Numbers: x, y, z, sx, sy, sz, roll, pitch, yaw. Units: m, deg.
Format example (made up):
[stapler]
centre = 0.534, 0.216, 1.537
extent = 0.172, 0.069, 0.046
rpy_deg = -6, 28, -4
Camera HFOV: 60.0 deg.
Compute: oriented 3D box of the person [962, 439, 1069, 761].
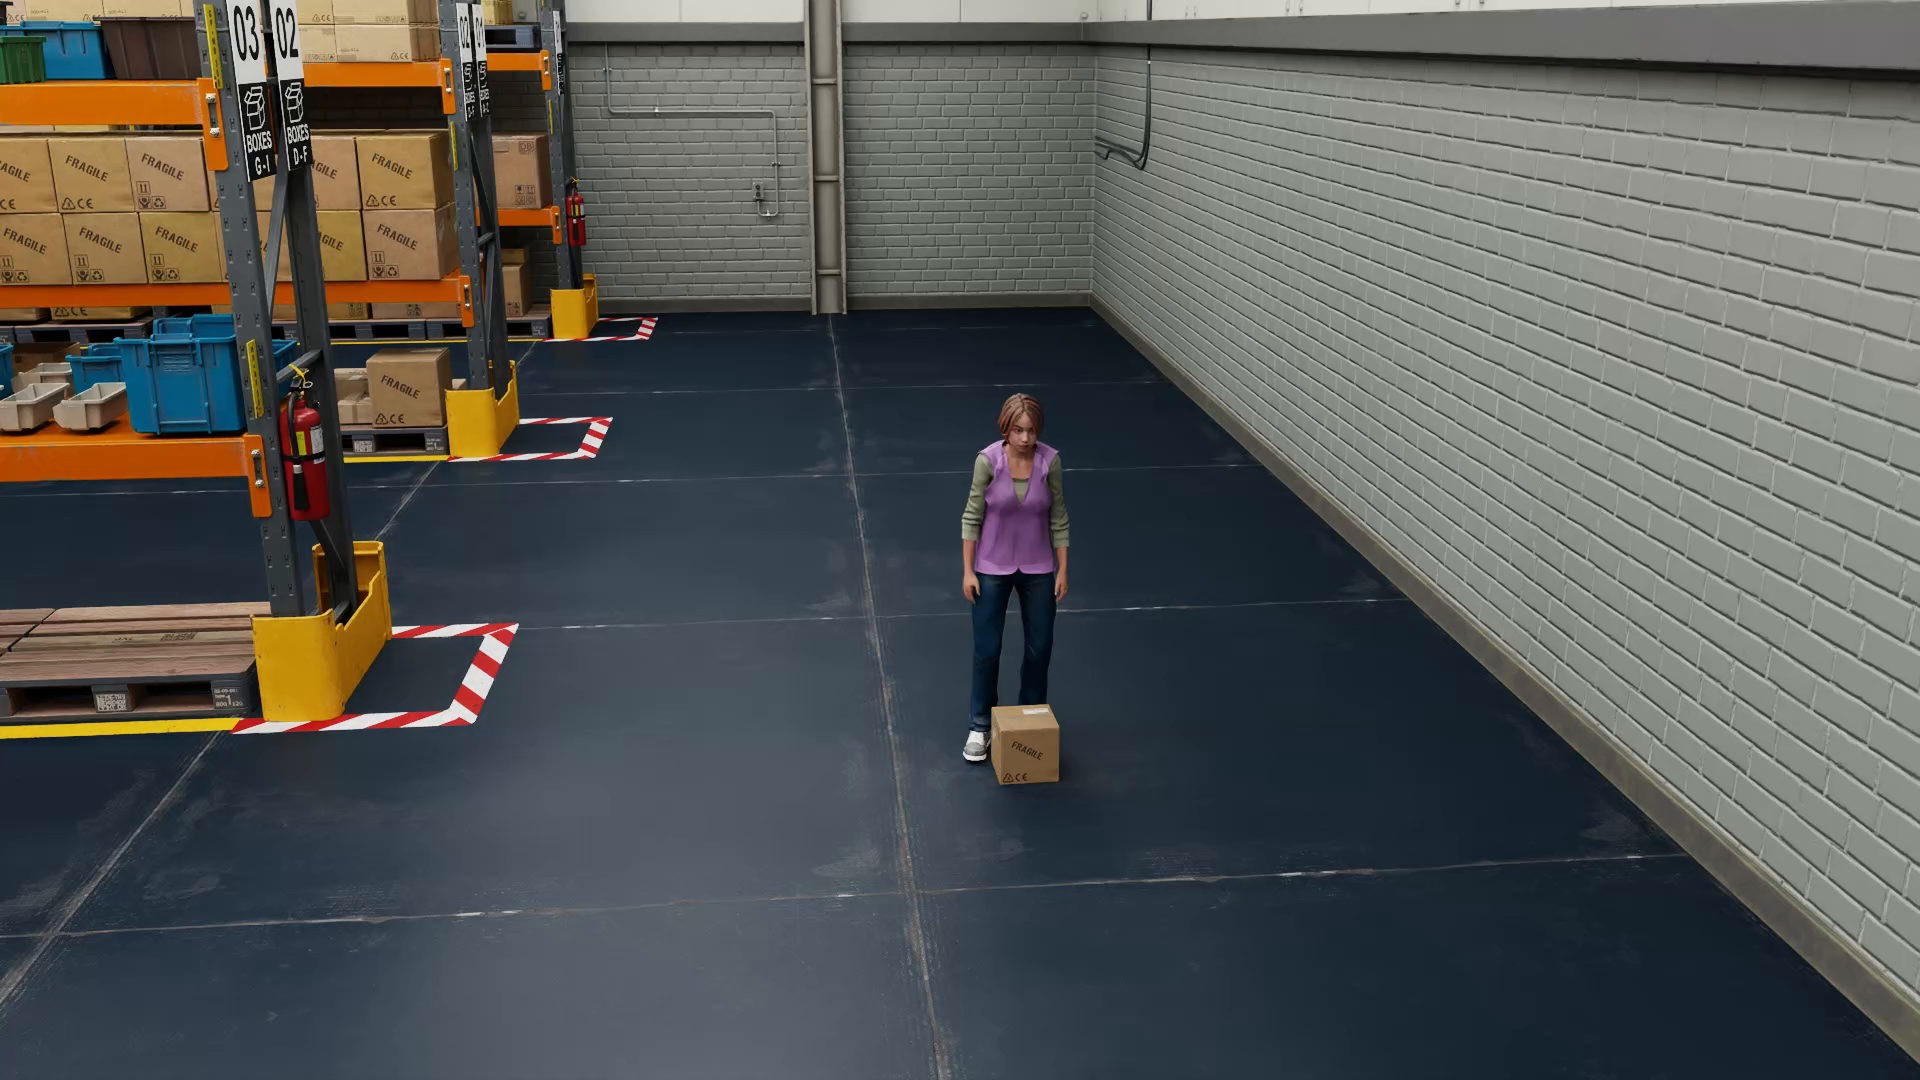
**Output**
[person]
centre = 0.237, 0.246, 7.101
extent = 0.460, 1.392, 0.338
rpy_deg = -2, 17, -5
